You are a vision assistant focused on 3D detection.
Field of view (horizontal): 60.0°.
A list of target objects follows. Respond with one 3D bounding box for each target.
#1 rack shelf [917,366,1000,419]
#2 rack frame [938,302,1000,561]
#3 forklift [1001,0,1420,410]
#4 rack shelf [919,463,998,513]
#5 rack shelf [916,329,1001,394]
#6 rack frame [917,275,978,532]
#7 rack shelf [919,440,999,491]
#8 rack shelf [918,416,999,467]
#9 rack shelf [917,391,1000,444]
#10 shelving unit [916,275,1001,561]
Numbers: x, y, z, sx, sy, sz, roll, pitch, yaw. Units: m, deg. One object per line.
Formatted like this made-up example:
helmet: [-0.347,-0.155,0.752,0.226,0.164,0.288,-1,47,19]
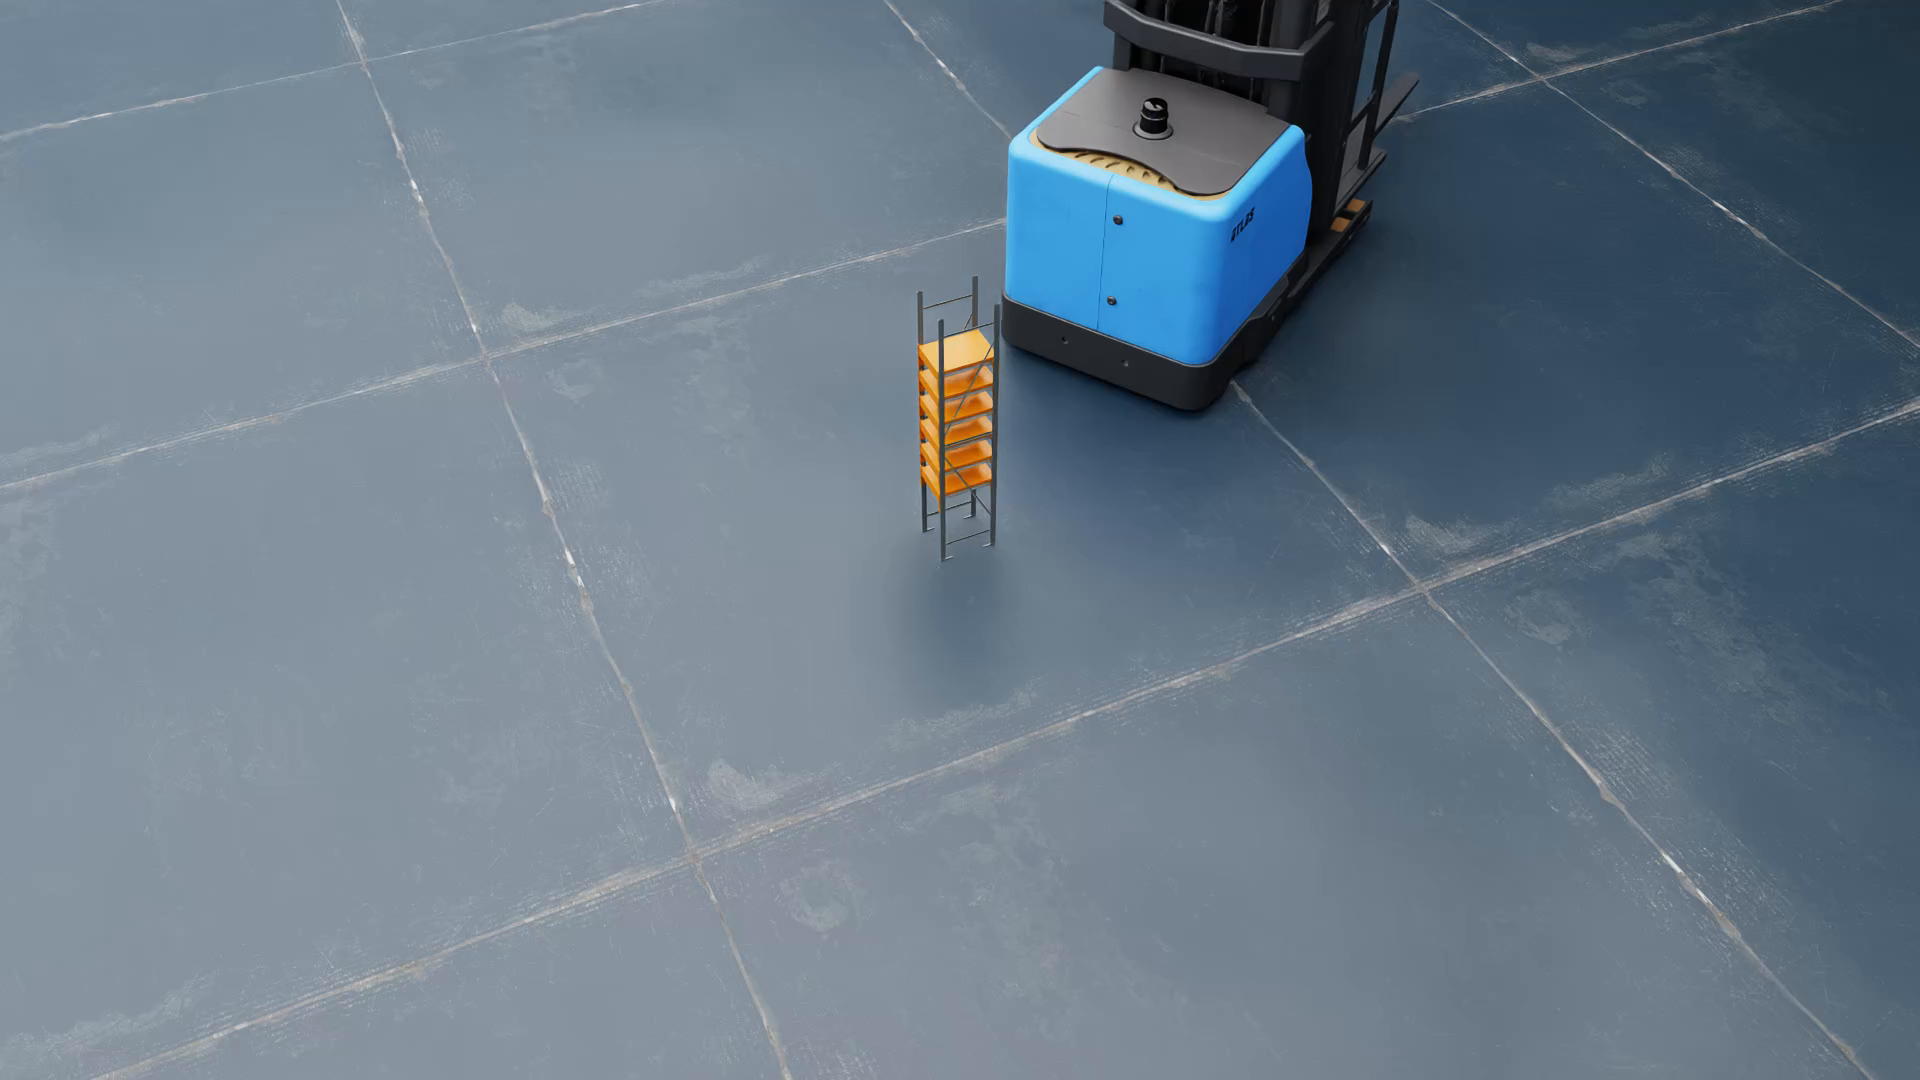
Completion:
rack shelf: [-0.006,-0.576,6.201,0.258,0.103,0.180,-18,47,-17]
rack frame: [0.032,-0.378,6.279,0.240,1.200,0.006,-18,47,-17]
forklift: [1.395,-2.623,7.322,1.130,2.935,3.031,24,49,22]
rack shelf: [-0.006,-0.234,6.538,0.258,0.103,0.180,-18,47,-17]
rack shelf: [-0.006,-0.661,6.116,0.258,0.103,0.180,-18,47,-17]
rack frame: [-0.045,-0.495,6.397,0.240,1.200,0.006,-18,47,-17]
rack shelf: [-0.006,-0.319,6.453,0.258,0.103,0.180,-18,47,-17]
rack shelf: [-0.006,-0.405,6.369,0.258,0.103,0.180,-18,47,-17]
rack shelf: [-0.006,-0.490,6.285,0.258,0.103,0.180,-18,47,-17]
shelving unit: [-0.006,-0.436,6.338,0.258,1.200,0.189,-18,47,-17]
